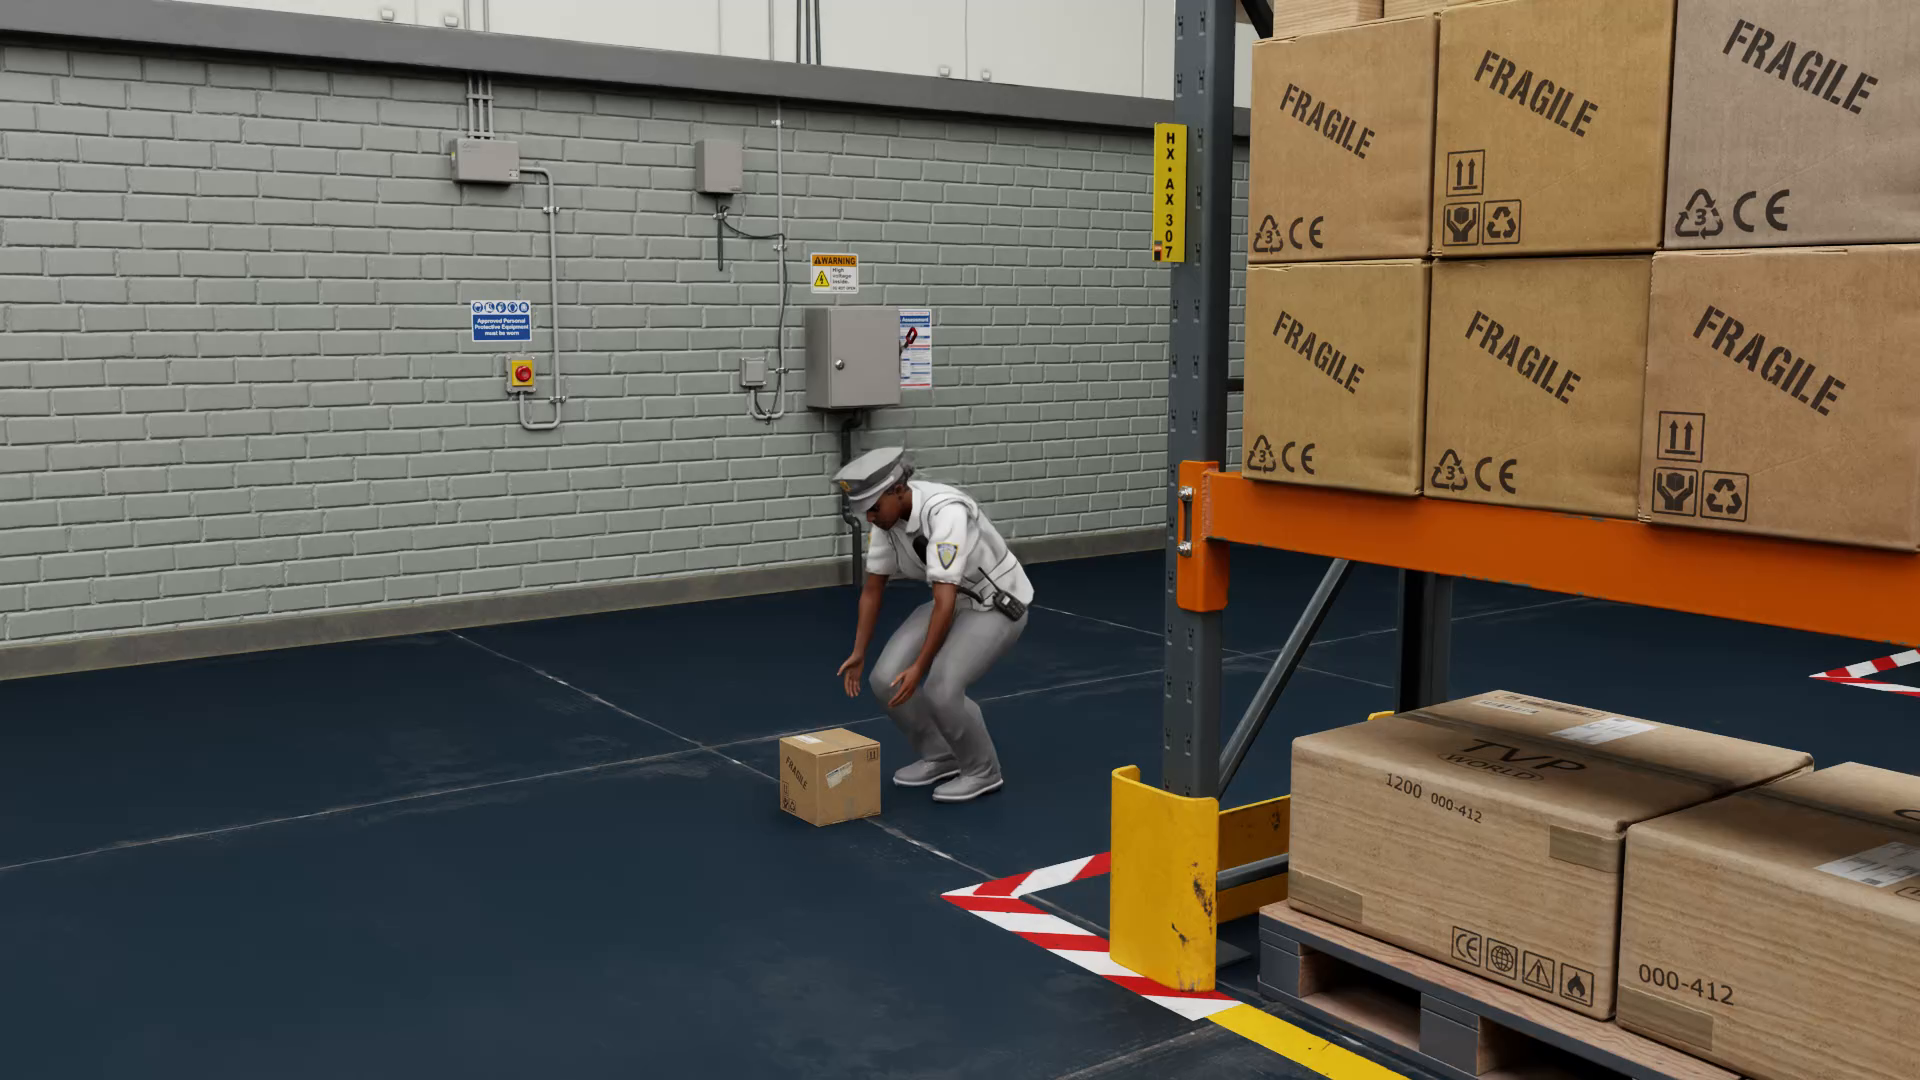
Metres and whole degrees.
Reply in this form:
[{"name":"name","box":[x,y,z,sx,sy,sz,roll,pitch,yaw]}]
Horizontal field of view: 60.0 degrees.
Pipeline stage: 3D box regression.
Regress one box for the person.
[{"name":"person","box":[-0.090,0.286,5.793,0.781,1.246,0.499,-6,10,-36]}]
